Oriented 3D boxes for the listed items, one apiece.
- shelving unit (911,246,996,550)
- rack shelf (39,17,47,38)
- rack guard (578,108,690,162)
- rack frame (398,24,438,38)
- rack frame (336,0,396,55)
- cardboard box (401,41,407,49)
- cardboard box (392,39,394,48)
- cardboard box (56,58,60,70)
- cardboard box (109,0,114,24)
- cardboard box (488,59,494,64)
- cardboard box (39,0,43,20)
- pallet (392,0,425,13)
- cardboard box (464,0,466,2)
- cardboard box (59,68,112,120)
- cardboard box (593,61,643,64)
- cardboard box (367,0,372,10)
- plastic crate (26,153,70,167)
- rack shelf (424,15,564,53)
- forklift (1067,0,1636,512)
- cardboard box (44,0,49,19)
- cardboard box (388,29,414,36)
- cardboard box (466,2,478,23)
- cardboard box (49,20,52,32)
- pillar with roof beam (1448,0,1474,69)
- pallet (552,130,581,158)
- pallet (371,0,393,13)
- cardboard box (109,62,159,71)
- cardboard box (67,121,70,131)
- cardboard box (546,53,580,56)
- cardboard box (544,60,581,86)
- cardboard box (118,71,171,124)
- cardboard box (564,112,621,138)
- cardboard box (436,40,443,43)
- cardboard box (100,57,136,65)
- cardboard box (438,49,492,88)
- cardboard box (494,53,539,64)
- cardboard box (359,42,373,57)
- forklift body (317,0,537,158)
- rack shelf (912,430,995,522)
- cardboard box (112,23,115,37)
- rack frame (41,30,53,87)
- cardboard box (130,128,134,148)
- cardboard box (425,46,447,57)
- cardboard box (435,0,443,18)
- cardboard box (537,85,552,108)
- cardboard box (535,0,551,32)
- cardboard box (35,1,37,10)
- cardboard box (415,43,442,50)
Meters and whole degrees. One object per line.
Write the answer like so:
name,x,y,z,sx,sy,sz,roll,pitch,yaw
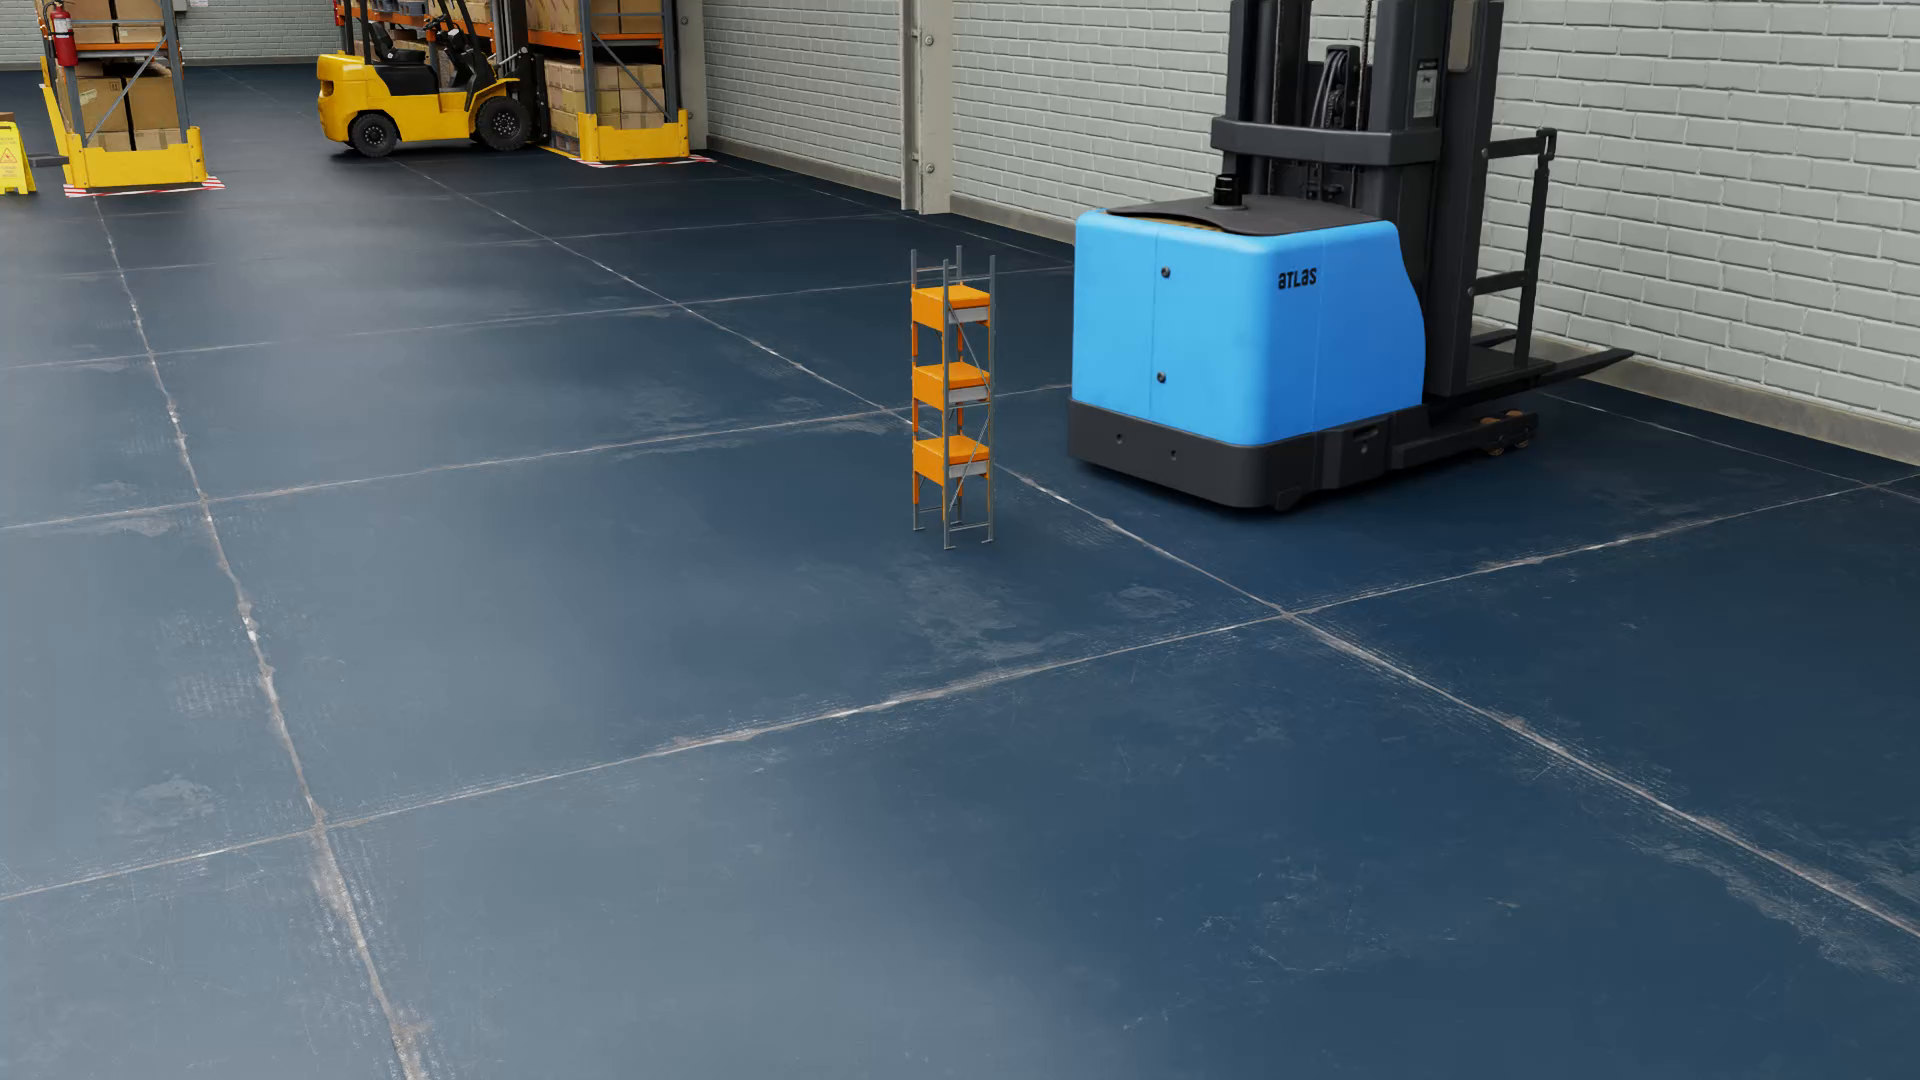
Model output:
shelving unit,-0.025,-0.512,6.005,0.215,1.050,0.252,-10,21,-27
rack shelf,-12.712,-7.415,24.126,1.077,0.370,4.000,-10,21,-27
rack guard,-3.585,-4.466,18.308,1.175,0.500,0.348,-10,21,-27
rack frame,-9.295,-9.100,27.904,1.000,3.000,0.127,-10,21,-27
rack frame,-11.194,-10.248,31.231,1.000,3.000,0.127,-10,21,-27
cardboard box,-8.799,-7.985,26.868,0.380,0.149,0.250,-10,21,-27
cardboard box,-9.359,-8.279,27.719,0.380,0.149,0.250,-9,21,-24
cardboard box,-9.437,-5.112,17.776,0.380,0.149,0.250,-9,21,-24
cardboard box,-8.436,-5.546,16.996,0.500,0.500,0.500,-10,22,-28
cardboard box,-5.754,-6.027,21.996,0.875,0.625,0.625,-9,21,-24
cardboard box,-12.487,-7.360,23.091,0.500,0.250,0.500,-10,21,-26
pallet,-8.323,-8.418,26.223,1.003,0.211,1.213,-10,21,-27
cardboard box,-6.442,-7.364,22.337,0.500,0.250,0.500,-10,21,-26
cardboard box,-9.311,-4.774,17.790,0.500,0.500,0.500,-9,21,-24
cardboard box,-3.899,-5.336,19.036,0.500,0.250,0.500,-10,21,-27
cardboard box,-9.956,-9.175,28.509,0.380,0.149,0.250,-9,21,-25
plastic crate,-9.839,-4.075,17.819,0.583,0.080,0.402,16,25,39
rack shelf,-6.446,-7.037,23.029,1.077,0.370,4.000,-10,21,-27
forklift,1.911,-1.867,7.047,3.031,2.935,1.130,-15,24,-37
cardboard box,-9.899,-6.052,18.461,0.500,0.500,0.500,-10,21,-27
cardboard box,-9.305,-8.429,27.698,0.380,0.149,0.250,-10,22,-28
cardboard box,-6.209,-6.980,21.990,0.500,0.250,0.500,-10,21,-27
cardboard box,-9.995,-5.774,18.652,0.380,0.149,0.250,-10,21,-27
pillar with roof beam,-1.224,-4.719,6.010,9.100,9.000,0.400,-10,21,-27
pallet,-3.997,-4.550,18.993,1.003,0.211,1.213,-10,21,-27
pallet,-9.011,-8.763,27.221,1.003,0.211,1.213,-10,21,-27
cardboard box,-9.345,-5.158,18.903,0.500,0.500,0.500,-10,22,-27
cardboard box,-9.076,-4.273,17.488,0.500,0.250,0.500,-11,22,-29
cardboard box,-4.838,-5.920,20.728,0.500,0.250,0.500,-10,22,-27
cardboard box,-4.586,-5.399,19.218,0.500,0.250,0.500,-10,21,-26
cardboard box,-8.367,-4.569,17.195,0.500,0.500,0.500,-11,22,-29
cardboard box,-4.098,-4.639,18.549,0.500,0.250,0.500,-10,21,-26
cardboard box,-8.385,-8.062,27.091,0.380,0.149,0.250,-9,21,-25
cardboard box,-12.017,-6.587,23.235,0.875,0.875,0.875,-10,22,-27
cardboard box,-7.111,-6.846,24.370,0.875,0.625,0.625,-9,21,-25
cardboard box,-5.542,-5.987,20.922,0.500,0.250,0.500,-10,22,-27
cardboard box,-10.453,-8.656,29.806,0.500,0.500,0.500,-10,21,-26
forklift body,-6.103,-5.515,18.817,2.313,2.155,1.214,-10,21,-27
rack shelf,-0.025,-0.239,6.099,0.215,0.259,0.240,-10,21,-27
cardboard box,-8.540,-5.270,17.191,0.380,0.149,0.250,-9,21,-25
rack frame,-15.561,-9.478,29.000,1.000,3.000,0.127,-10,21,-27
cardboard box,-8.339,-4.206,17.292,0.500,0.250,0.500,-9,21,-25
cardboard box,-7.853,-7.377,25.106,0.380,0.149,0.250,-11,22,-29
cardboard box,-7.165,-7.570,23.701,0.500,0.250,0.500,-10,22,-28
cardboard box,-4.595,-5.172,19.326,0.500,0.250,0.500,-11,22,-28
cardboard box,-4.543,-6.100,19.058,0.500,0.500,0.500,-10,22,-28
cardboard box,-15.095,-9.053,27.616,0.500,0.500,0.500,-10,21,-27
cardboard box,-8.300,-7.688,26.006,0.380,0.149,0.250,-10,22,-27
